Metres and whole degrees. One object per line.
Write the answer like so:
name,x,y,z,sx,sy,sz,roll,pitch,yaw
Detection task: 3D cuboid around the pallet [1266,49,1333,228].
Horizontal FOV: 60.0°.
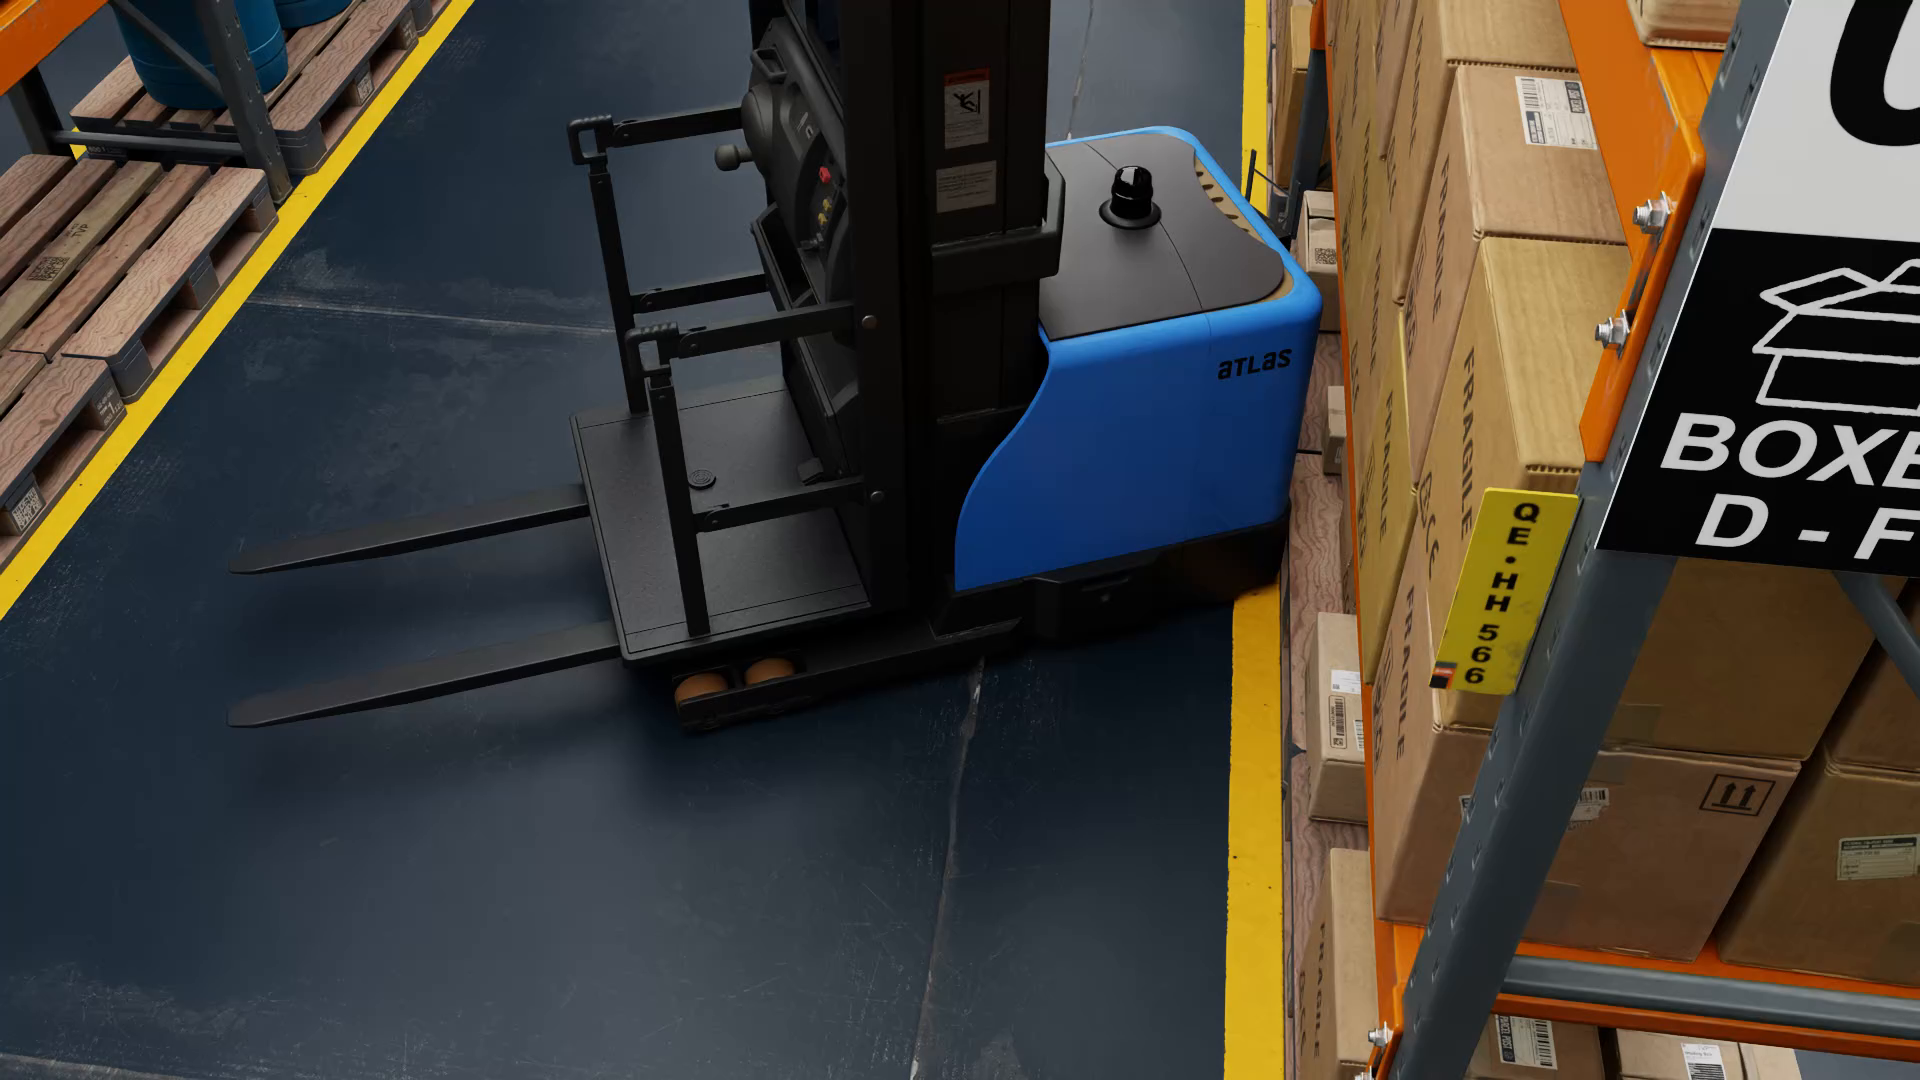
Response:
pallet,1.771,-1.606,6.792,1.003,0.211,1.213,5,44,6

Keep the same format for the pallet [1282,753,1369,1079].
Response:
pallet,1.287,1.083,3.953,1.003,0.211,1.213,5,44,6

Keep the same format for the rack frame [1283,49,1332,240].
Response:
rack frame,1.701,-2.060,5.244,1.000,3.000,0.127,5,44,6

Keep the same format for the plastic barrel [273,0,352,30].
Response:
plastic barrel,-3.026,-2.756,7.199,0.600,0.901,0.708,5,44,6

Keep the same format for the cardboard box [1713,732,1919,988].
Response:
cardboard box,1.492,0.351,2.625,0.500,0.500,0.500,6,44,6

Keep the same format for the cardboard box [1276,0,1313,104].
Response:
cardboard box,1.556,-2.011,6.690,0.500,0.500,0.500,5,44,6

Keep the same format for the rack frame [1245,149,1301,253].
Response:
rack frame,0.982,-0.836,5.478,0.006,0.900,0.240,-22,48,-21

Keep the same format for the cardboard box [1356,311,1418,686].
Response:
cardboard box,1.027,-0.054,3.053,0.500,0.500,0.500,6,44,6

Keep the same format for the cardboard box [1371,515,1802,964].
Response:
cardboard box,0.962,0.299,2.679,0.500,0.500,0.500,6,44,7

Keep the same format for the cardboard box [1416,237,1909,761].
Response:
cardboard box,0.959,-0.062,2.334,0.500,0.500,0.500,5,44,5

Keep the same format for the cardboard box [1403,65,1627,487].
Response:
cardboard box,1.025,-0.406,2.698,0.500,0.500,0.500,6,44,7

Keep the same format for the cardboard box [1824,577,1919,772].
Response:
cardboard box,1.492,-0.012,2.281,0.500,0.500,0.500,6,44,7

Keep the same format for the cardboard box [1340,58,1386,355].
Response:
cardboard box,1.165,-0.737,3.774,0.500,0.500,0.500,5,44,5

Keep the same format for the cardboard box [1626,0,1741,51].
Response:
cardboard box,0.979,-0.743,1.781,0.500,0.250,0.500,5,44,6

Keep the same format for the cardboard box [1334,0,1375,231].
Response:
cardboard box,1.231,-1.084,4.141,0.500,0.500,0.500,5,44,5

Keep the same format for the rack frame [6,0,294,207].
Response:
rack frame,-3.208,-2.513,5.723,1.000,3.000,0.127,5,44,6

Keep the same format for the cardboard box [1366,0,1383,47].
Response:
cardboard box,1.224,-1.462,3.813,0.500,0.500,0.500,4,44,4

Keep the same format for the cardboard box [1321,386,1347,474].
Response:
cardboard box,1.327,-0.334,5.162,0.380,0.166,0.250,5,44,6

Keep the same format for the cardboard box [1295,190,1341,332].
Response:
cardboard box,1.431,-0.977,5.736,0.500,0.311,0.500,5,44,6

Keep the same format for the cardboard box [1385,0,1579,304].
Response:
cardboard box,1.089,-0.760,3.071,0.500,0.500,0.500,6,44,7

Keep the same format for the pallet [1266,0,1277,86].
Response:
pallet,1.930,-2.439,7.673,1.003,0.211,1.213,5,44,6

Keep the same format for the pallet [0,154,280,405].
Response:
pallet,-3.267,-0.996,6.148,1.003,0.211,1.213,5,44,6

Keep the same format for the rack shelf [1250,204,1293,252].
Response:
rack shelf,0.894,-0.972,5.278,0.200,0.077,0.258,-22,48,-21

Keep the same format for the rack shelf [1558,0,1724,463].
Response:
rack shelf,1.437,-1.525,3.021,1.077,0.370,4.000,5,44,6

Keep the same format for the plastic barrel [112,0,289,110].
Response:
plastic barrel,-3.119,-2.273,6.690,0.600,0.901,0.708,5,44,6

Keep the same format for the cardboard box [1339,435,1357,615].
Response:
cardboard box,1.458,-0.033,4.599,0.797,0.503,0.637,5,44,6

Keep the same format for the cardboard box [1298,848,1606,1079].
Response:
cardboard box,1.000,1.021,3.488,0.500,0.500,0.500,5,44,6

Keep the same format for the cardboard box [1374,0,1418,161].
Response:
cardboard box,1.156,-1.110,3.441,0.500,0.500,0.500,6,44,7

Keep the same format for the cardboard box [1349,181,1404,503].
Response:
cardboard box,1.098,-0.394,3.412,0.500,0.500,0.500,6,44,6

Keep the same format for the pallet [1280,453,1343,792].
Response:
pallet,1.451,0.254,4.828,1.003,0.211,1.213,5,44,6

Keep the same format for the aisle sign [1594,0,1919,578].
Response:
aisle sign,0.860,-0.260,1.452,0.394,0.787,0.004,5,44,6

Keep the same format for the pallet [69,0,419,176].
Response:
pallet,-3.065,-2.023,7.233,1.003,0.211,1.213,5,44,6

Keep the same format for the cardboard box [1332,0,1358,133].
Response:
cardboard box,1.299,-1.425,4.500,0.500,0.500,0.500,6,44,6

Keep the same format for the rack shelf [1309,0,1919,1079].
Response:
rack shelf,1.437,-0.436,4.052,1.077,0.370,4.000,5,44,6

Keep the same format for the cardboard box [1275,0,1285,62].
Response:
cardboard box,1.623,-2.353,7.051,0.500,0.500,0.500,6,44,6

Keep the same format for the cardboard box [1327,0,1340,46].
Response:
cardboard box,1.364,-1.774,4.869,0.500,0.500,0.500,6,44,7

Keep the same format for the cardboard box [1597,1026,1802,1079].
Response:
cardboard box,1.601,1.110,3.637,0.380,0.166,0.250,5,44,6

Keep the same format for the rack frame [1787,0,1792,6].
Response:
rack frame,1.172,-1.513,0.303,1.000,3.000,0.127,5,44,6

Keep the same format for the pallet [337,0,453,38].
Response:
pallet,-2.906,-2.857,8.113,1.003,0.211,1.213,5,44,6

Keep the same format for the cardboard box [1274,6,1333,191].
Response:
cardboard box,1.482,-1.675,6.335,0.500,0.500,0.500,5,44,5

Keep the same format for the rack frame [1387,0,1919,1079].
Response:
rack frame,1.172,0.666,2.365,1.000,3.000,0.127,5,44,6

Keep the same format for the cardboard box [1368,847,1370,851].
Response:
cardboard box,1.143,0.874,3.886,0.380,0.166,0.250,5,44,6

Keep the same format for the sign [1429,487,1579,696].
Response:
sign,0.625,0.066,1.926,0.100,0.325,0.005,5,44,6

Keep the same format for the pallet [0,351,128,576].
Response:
pallet,-3.426,-0.162,5.268,1.003,0.211,1.213,5,44,6

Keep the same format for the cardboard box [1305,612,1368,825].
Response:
cardboard box,1.155,0.467,4.255,0.500,0.250,0.500,5,44,6

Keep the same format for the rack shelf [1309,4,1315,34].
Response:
rack shelf,1.966,-3.162,6.931,1.077,0.370,4.000,5,44,6

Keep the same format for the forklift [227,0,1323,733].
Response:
forklift,-0.595,-0.937,4.108,3.031,2.935,1.130,-12,45,-12

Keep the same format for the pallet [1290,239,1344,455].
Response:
pallet,1.609,-0.580,5.709,1.003,0.211,1.213,5,44,6

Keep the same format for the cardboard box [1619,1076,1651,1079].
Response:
cardboard box,1.568,1.287,3.463,0.380,0.149,0.250,5,44,6

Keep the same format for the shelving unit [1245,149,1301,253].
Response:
shelving unit,0.894,-0.801,5.441,0.210,0.900,0.258,-22,48,-21
